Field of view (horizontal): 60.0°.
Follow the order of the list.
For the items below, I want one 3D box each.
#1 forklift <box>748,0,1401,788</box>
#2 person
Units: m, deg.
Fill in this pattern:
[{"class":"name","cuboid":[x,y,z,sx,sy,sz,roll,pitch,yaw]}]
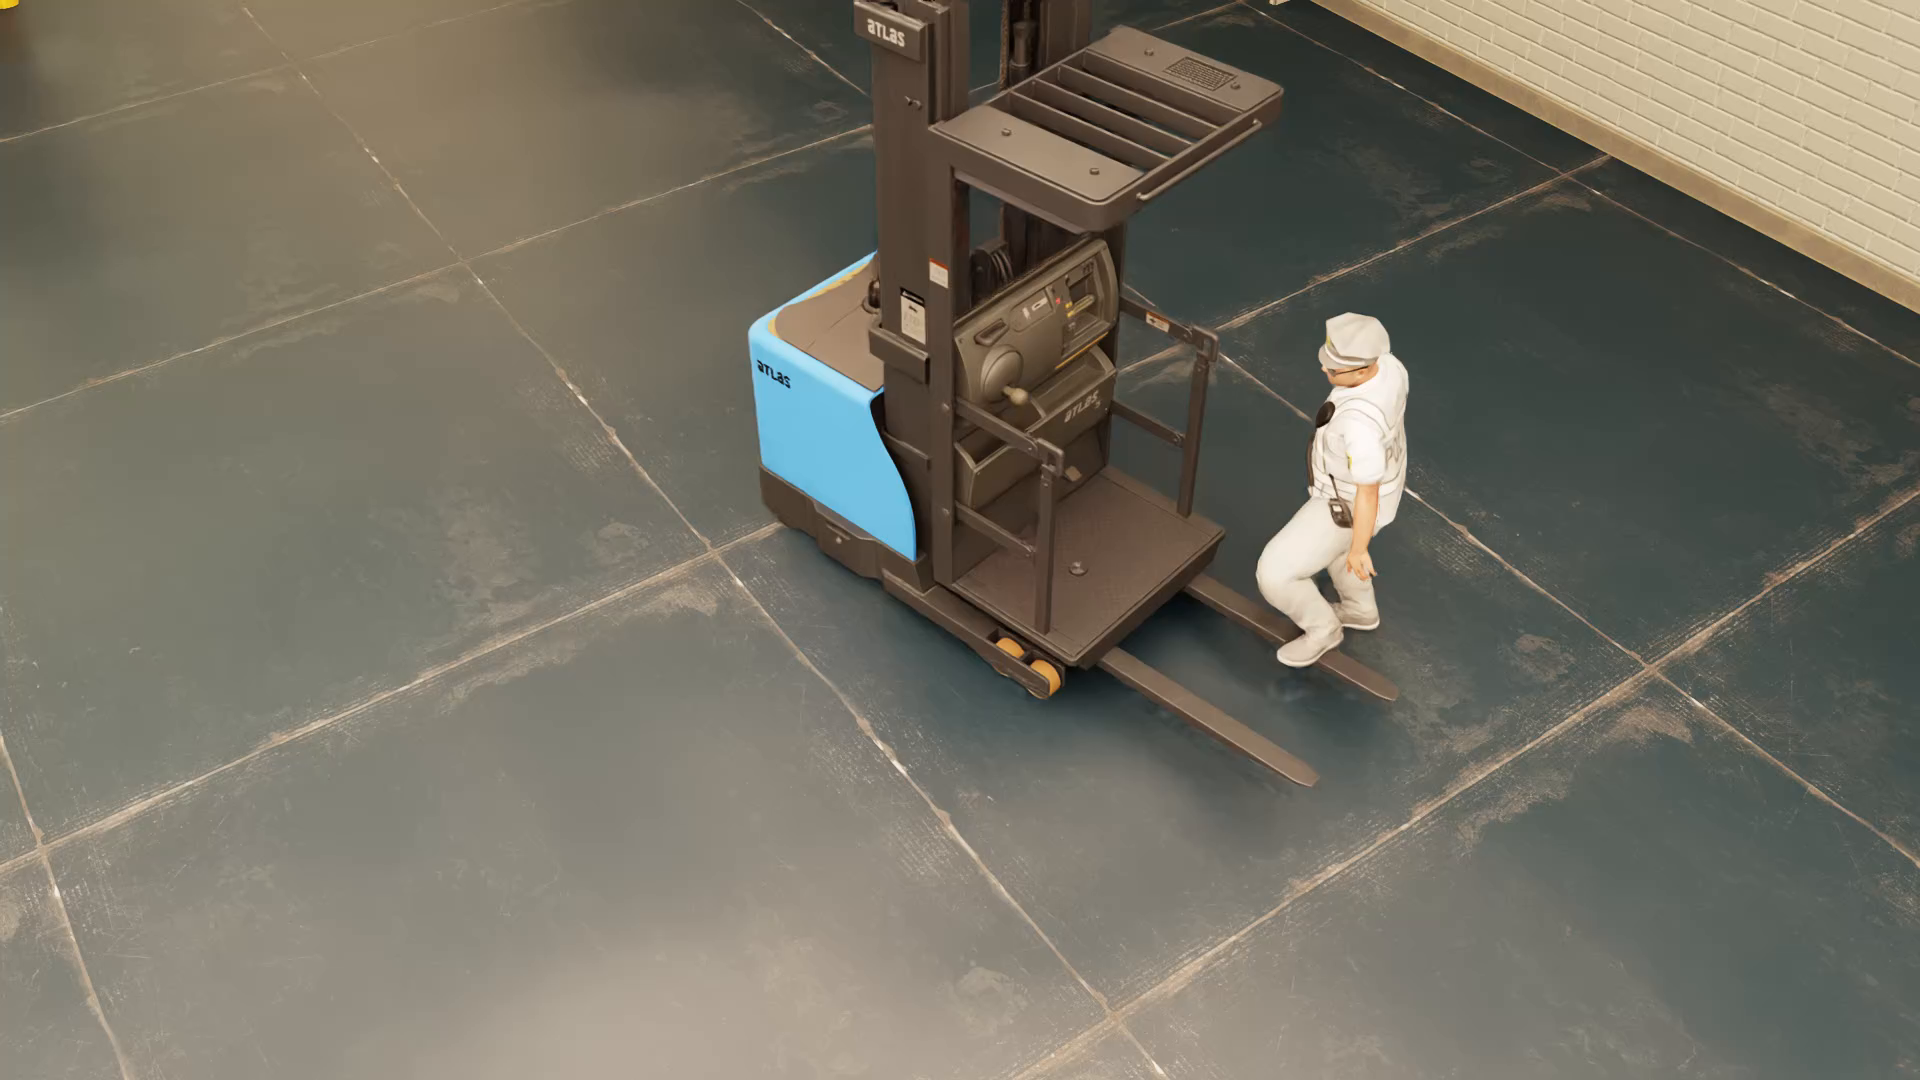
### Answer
[{"class":"forklift","cuboid":[0.476,-0.803,6.587,3.031,2.935,1.130,32,51,30]},{"class":"person","cuboid":[1.574,-0.183,6.838,0.513,1.722,0.889,15,45,16]}]
